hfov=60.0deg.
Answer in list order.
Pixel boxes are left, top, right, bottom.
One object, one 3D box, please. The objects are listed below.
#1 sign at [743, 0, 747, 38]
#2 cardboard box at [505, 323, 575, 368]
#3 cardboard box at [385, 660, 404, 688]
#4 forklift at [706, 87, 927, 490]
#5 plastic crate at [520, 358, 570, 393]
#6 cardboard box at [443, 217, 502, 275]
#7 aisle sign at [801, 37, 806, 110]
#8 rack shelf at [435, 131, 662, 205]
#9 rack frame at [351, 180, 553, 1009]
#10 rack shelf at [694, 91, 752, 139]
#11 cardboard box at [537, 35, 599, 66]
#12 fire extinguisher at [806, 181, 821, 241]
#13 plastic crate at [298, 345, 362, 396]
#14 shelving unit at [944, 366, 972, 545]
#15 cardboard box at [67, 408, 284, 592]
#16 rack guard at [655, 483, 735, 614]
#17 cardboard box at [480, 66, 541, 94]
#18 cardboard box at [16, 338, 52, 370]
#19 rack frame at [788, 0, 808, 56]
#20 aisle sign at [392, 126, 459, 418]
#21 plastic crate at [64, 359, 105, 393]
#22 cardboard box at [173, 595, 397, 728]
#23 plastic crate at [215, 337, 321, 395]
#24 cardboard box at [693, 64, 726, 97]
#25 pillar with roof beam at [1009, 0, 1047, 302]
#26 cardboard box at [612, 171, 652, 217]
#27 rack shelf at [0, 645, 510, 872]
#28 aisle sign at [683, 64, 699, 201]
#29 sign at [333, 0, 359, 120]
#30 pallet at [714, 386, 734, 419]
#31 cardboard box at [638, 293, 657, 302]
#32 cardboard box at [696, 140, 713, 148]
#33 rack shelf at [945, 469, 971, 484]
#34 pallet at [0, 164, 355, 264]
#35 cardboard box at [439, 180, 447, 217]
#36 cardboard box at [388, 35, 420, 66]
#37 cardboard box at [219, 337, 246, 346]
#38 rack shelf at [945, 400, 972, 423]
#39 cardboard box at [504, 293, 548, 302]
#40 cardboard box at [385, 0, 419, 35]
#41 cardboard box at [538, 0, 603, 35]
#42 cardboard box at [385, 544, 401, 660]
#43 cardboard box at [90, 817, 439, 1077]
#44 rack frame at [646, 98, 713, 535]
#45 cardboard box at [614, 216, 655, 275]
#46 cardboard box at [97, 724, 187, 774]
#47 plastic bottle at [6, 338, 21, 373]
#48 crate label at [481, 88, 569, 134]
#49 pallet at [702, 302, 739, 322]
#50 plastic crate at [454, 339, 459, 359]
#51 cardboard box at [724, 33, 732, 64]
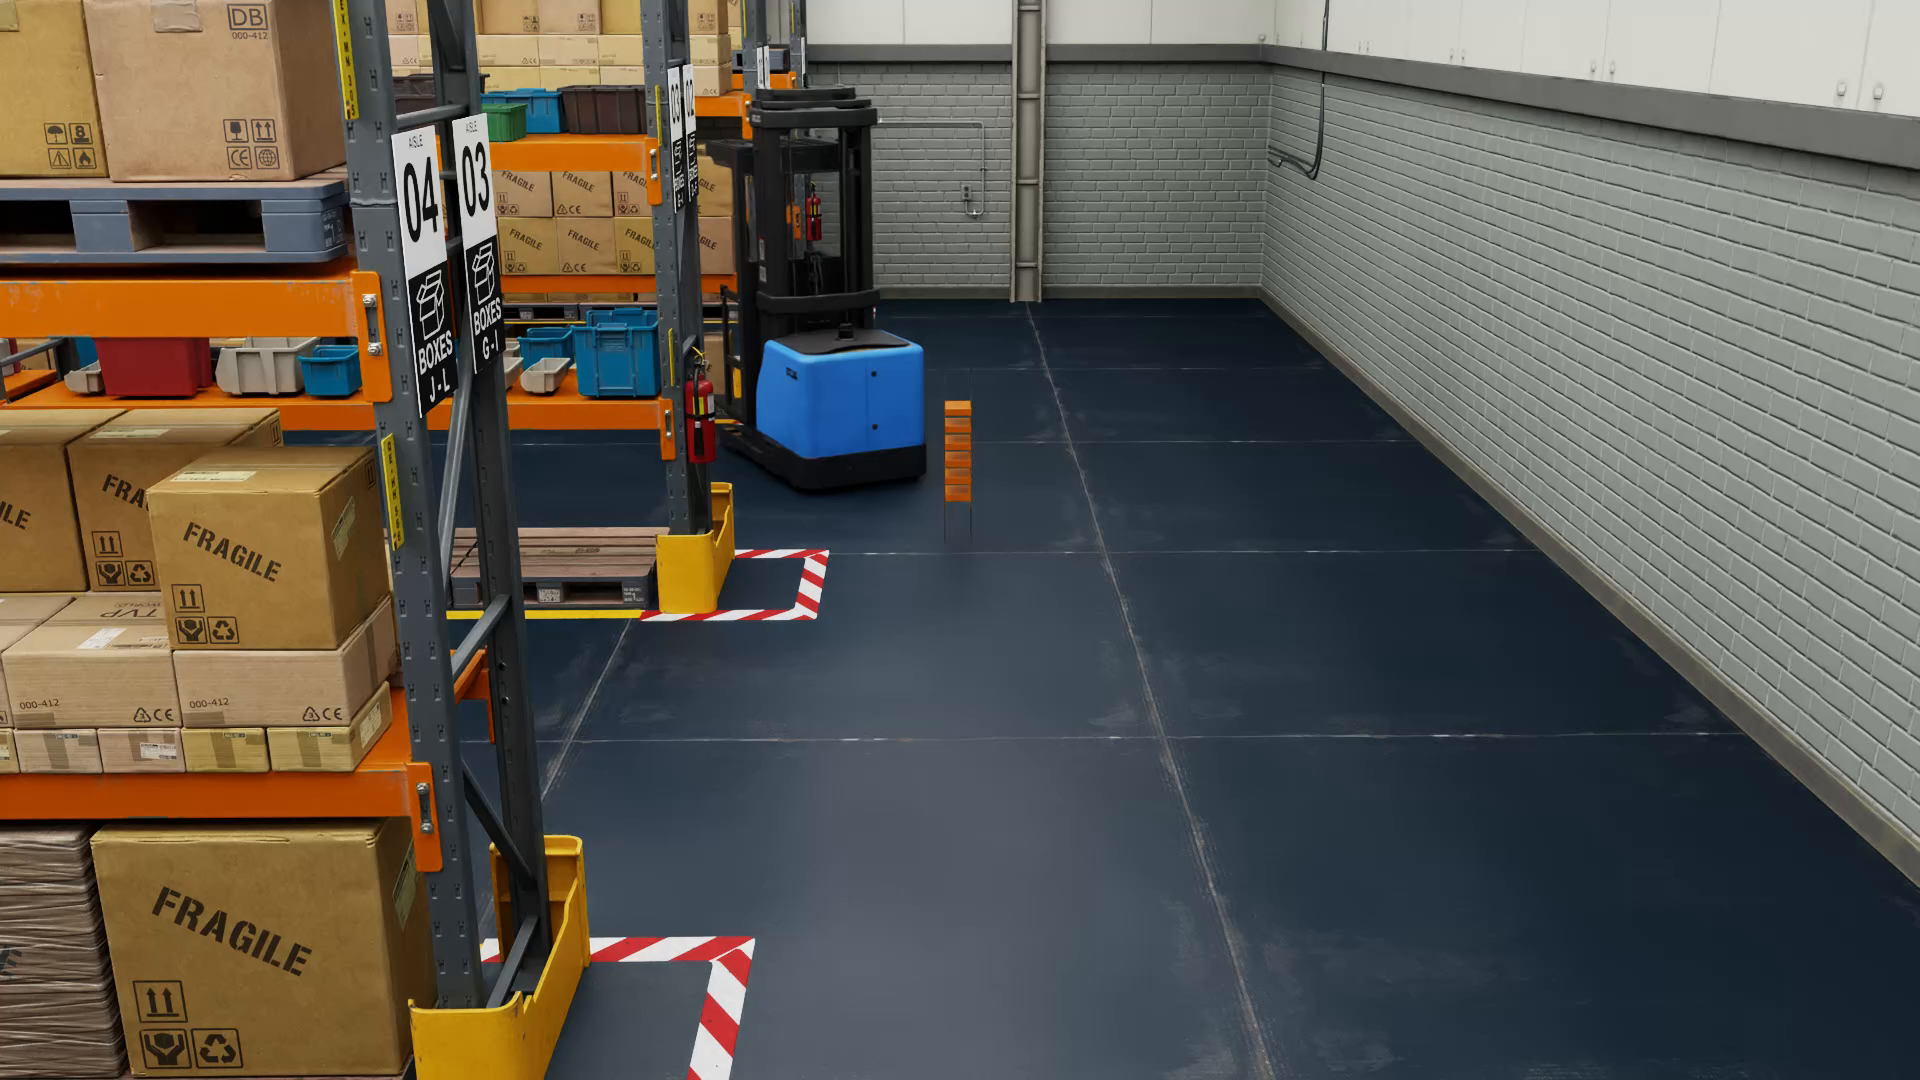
[{"bbox_3d":[-1.788,-4.345,13.822,0.005,0.325,0.100,0,18,-1],"label":"sign"},{"bbox_3d":[-3.898,-1.677,15.232,0.637,0.503,0.797,0,18,-1],"label":"cardboard box"},{"bbox_3d":[-1.984,0.381,5.860,0.250,0.149,0.380,0,18,0],"label":"cardboard box"},{"bbox_3d":[-1.371,-2.181,13.548,1.130,2.935,3.031,-9,20,-25],"label":"forklift"},{"bbox_3d":[-2.515,-0.996,10.075,0.243,0.136,0.396,0,18,-1],"label":"plastic crate"},{"bbox_3d":[-4.250,-2.618,14.633,0.500,0.500,0.500,0,18,-1],"label":"cardboard box"},{"bbox_3d":[-1.782,-5.324,18.979,0.004,0.787,0.394,0,18,-1],"label":"aisle sign"},{"bbox_3d":[-3.702,-2.228,9.850,4.000,0.370,1.077,0,18,-1],"label":"rack shelf"},{"bbox_3d":[-1.624,0.361,5.513,0.127,3.000,1.000,0,18,-1],"label":"rack frame"},{"bbox_3d":[-3.777,-3.741,14.566,4.000,0.370,1.077,0,18,-1],"label":"rack shelf"},{"bbox_3d":[-3.286,-4.176,14.171,0.500,0.250,0.500,0,18,-1],"label":"cardboard box"},{"bbox_3d":[-1.701,-3.823,19.292,0.183,0.674,0.296,0,18,-1],"label":"fire extinguisher"},{"bbox_3d":[-3.752,-1.013,9.970,0.300,0.233,0.416,0,18,-1],"label":"plastic crate"},{"bbox_3d":[-0.014,-0.571,11.364,0.189,1.200,0.258,0,18,-1],"label":"shelving unit"},{"bbox_3d":[-2.608,-0.144,5.618,0.500,0.500,0.500,-1,18,-2],"label":"cardboard box"},{"bbox_3d":[-1.679,0.034,10.623,0.348,0.500,1.175,0,18,-1],"label":"rack guard"},{"bbox_3d":[-3.786,-3.936,14.241,0.500,0.250,0.500,0,18,-1],"label":"cardboard box"},{"bbox_3d":[-8.291,-1.566,14.889,0.500,0.500,0.500,-1,18,-2],"label":"cardboard box"},{"bbox_3d":[-1.859,-7.034,18.744,0.127,3.000,1.000,0,18,-1],"label":"rack frame"},{"bbox_3d":[-1.548,-0.786,4.831,0.004,0.787,0.394,0,18,-1],"label":"aisle sign"},{"bbox_3d":[-5.234,-0.994,10.070,0.243,0.136,0.396,0,18,-1],"label":"plastic crate"},{"bbox_3d":[-2.105,0.374,5.230,0.500,0.250,0.500,-1,18,-2],"label":"cardboard box"},{"bbox_3d":[-4.172,-1.056,10.025,0.530,0.282,0.437,0,18,-1],"label":"plastic crate"},{"bbox_3d":[-2.286,-3.939,14.250,0.500,0.250,0.500,0,18,-1],"label":"cardboard box"},{"bbox_3d":[0.895,-5.997,15.510,0.400,9.000,9.100,0,18,-1],"label":"pillar with roof beam"},{"bbox_3d":[-2.723,-3.100,14.500,0.500,0.500,0.500,0,18,1],"label":"cardboard box"},{"bbox_3d":[-3.624,0.713,5.592,4.000,0.370,1.077,0,18,-1],"label":"rack shelf"},{"bbox_3d":[-1.635,-2.481,10.115,0.004,0.787,0.394,0,18,-1],"label":"aisle sign"},{"bbox_3d":[-1.630,-1.286,4.414,0.005,0.325,0.100,0,18,-1],"label":"sign"},{"bbox_3d":[-2.650,-1.333,15.356,1.213,0.211,1.003,0,18,-1],"label":"pallet"},{"bbox_3d":[-3.560,-3.149,19.857,0.500,0.500,0.700,-1,18,-3],"label":"cardboard box"},{"bbox_3d":[-3.096,-4.308,19.576,0.700,0.700,0.980,0,18,-1],"label":"cardboard box"},{"bbox_3d":[-0.014,-0.415,11.414,0.180,0.103,0.258,0,18,-1],"label":"rack shelf"},{"bbox_3d":[-2.366,-1.019,5.047,1.213,0.211,1.003,0,18,-1],"label":"pallet"},{"bbox_3d":[-4.271,-3.091,14.471,0.500,0.500,0.500,-1,18,-2],"label":"cardboard box"},{"bbox_3d":[-4.786,-4.170,14.153,0.500,0.250,0.500,0,18,-1],"label":"cardboard box"},{"bbox_3d":[-6.265,-1.575,14.919,0.500,0.500,0.500,0,18,-1],"label":"cardboard box"},{"bbox_3d":[-0.014,-0.872,11.268,0.180,0.103,0.258,0,18,-1],"label":"rack shelf"},{"bbox_3d":[-5.109,-3.141,19.832,0.500,0.500,0.700,0,18,0],"label":"cardboard box"},{"bbox_3d":[-4.789,-4.571,14.174,0.500,0.500,0.700,0,18,-1],"label":"cardboard box"},{"bbox_3d":[-3.290,-4.598,14.259,0.500,0.500,0.700,0,18,-1],"label":"cardboard box"},{"bbox_3d":[-2.108,0.210,5.740,0.500,0.250,0.500,-1,18,-2],"label":"cardboard box"},{"bbox_3d":[-2.263,1.200,5.687,0.875,0.875,0.875,0,18,-1],"label":"cardboard box"},{"bbox_3d":[-1.702,-1.152,10.228,0.127,3.000,1.000,0,18,-1],"label":"rack frame"},{"bbox_3d":[-2.739,-2.624,14.652,0.500,0.500,0.500,0,18,0],"label":"cardboard box"},{"bbox_3d":[-2.487,0.585,5.224,0.250,0.149,0.380,0,18,-1],"label":"cardboard box"},{"bbox_3d":[-6.075,-1.206,10.587,0.133,0.283,0.061,0,18,-1],"label":"plastic bottle"},{"bbox_3d":[-2.630,-2.604,10.087,0.502,0.251,0.408,0,18,-1],"label":"crate label"},{"bbox_3d":[-2.657,-2.822,20.000,1.213,0.211,1.003,0,18,-1],"label":"pallet"},{"bbox_3d":[-3.271,-1.194,10.535,0.300,0.233,0.416,0,18,-1],"label":"plastic crate"},{"bbox_3d":[-2.295,-4.337,14.673,0.500,0.250,0.500,0,18,-1],"label":"cardboard box"}]
